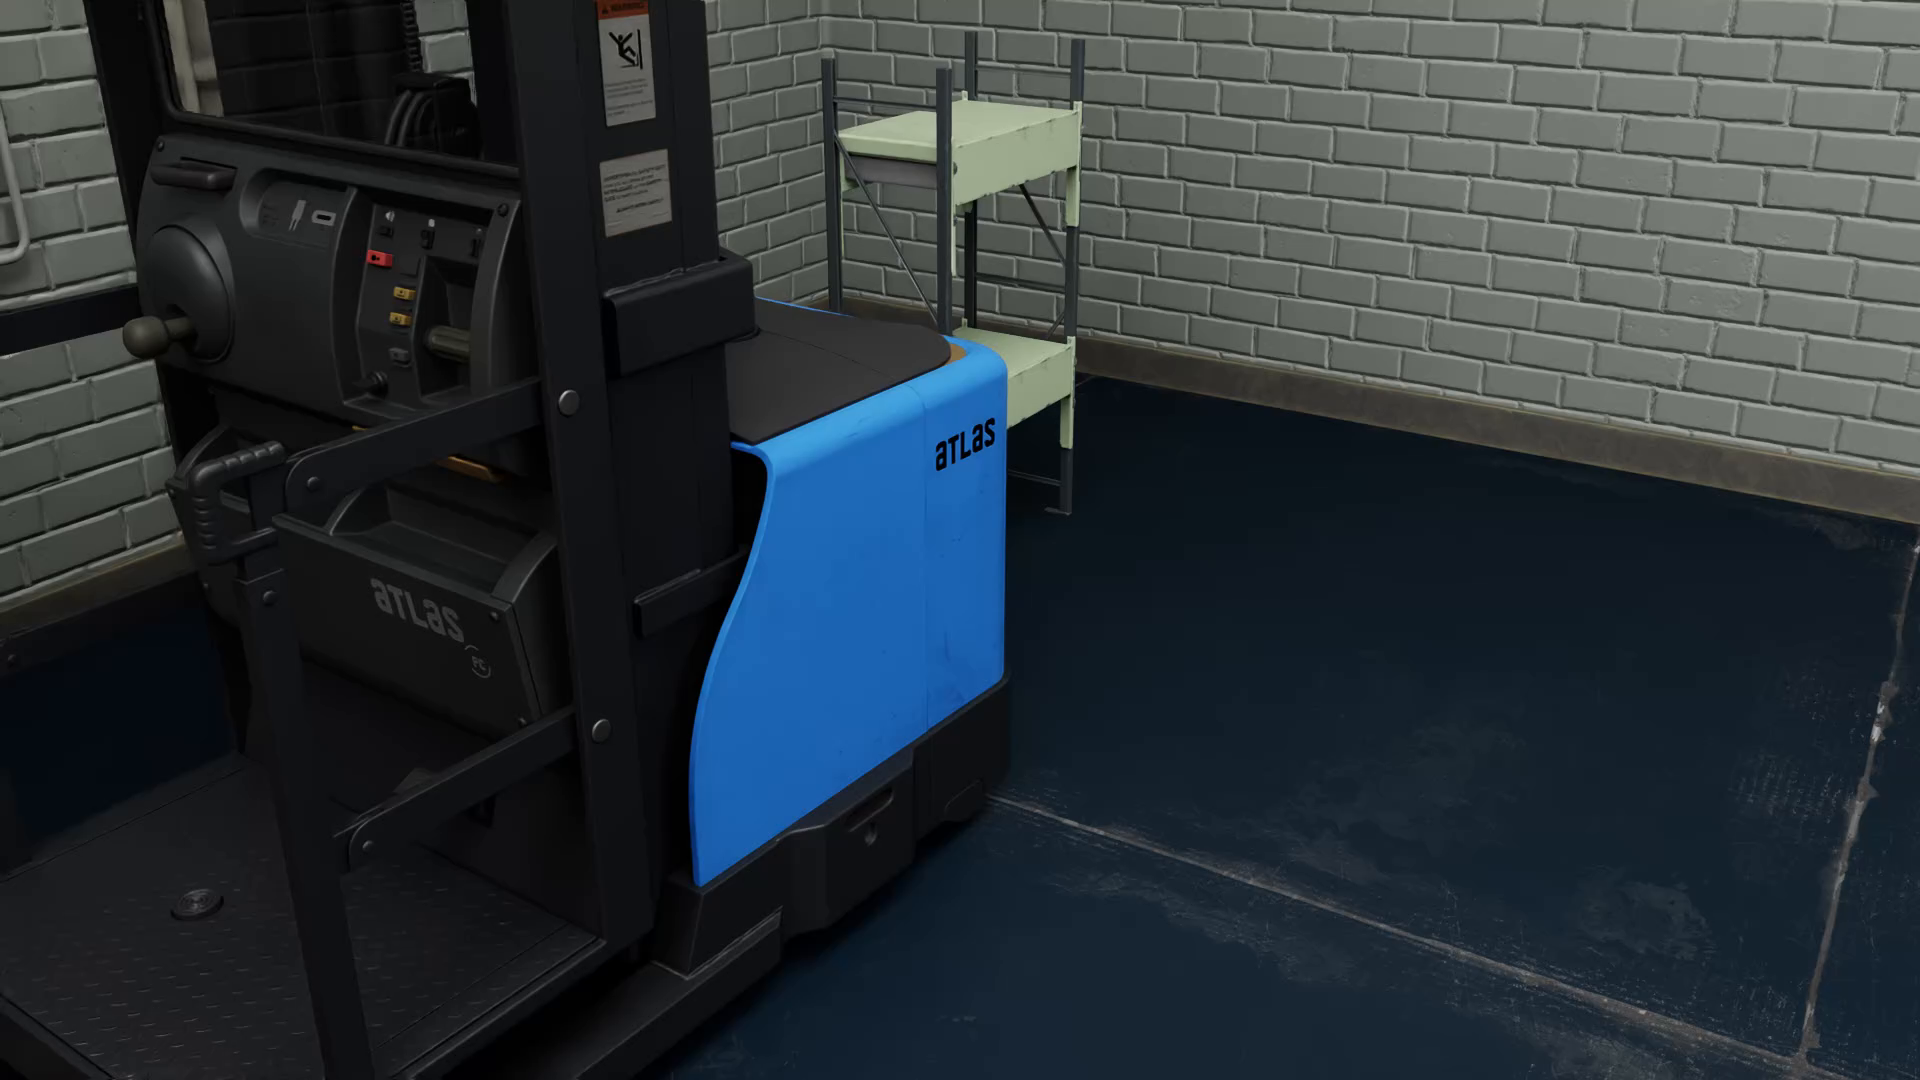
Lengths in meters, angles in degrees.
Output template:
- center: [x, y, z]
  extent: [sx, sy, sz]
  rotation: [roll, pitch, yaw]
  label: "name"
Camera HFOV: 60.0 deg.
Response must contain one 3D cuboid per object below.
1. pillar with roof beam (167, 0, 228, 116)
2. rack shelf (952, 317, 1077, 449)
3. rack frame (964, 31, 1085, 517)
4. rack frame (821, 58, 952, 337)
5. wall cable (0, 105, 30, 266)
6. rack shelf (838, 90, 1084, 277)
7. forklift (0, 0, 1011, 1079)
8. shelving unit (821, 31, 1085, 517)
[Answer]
- center: [1.636, -3.147, 1.193]
  extent: [9.100, 9.000, 0.400]
  rotation: [14, 27, 29]
  label: "pillar with roof beam"
- center: [-0.004, -0.387, 5.076]
  extent: [0.431, 0.370, 0.720]
  rotation: [14, 27, 29]
  label: "rack shelf"
- center: [0.190, -0.810, 5.232]
  extent: [0.400, 1.500, 0.023]
  rotation: [14, 27, 29]
  label: "rack frame"
- center: [-0.197, -0.562, 4.661]
  extent: [0.400, 1.500, 0.023]
  rotation: [14, 27, 29]
  label: "rack frame"
- center: [-2.839, -1.301, 3.200]
  extent: [0.084, 1.984, 1.851]
  rotation: [14, 27, 29]
  label: "wall cable"
- center: [-0.004, -1.044, 4.792]
  extent: [0.431, 0.370, 0.720]
  rotation: [14, 27, 29]
  label: "rack shelf"
- center: [-1.149, -0.401, 2.487]
  extent: [1.130, 2.935, 3.031]
  rotation: [16, 28, 32]
  label: "forklift"
- center: [-0.004, -0.686, 4.947]
  extent: [0.431, 1.500, 0.755]
  rotation: [14, 27, 29]
  label: "shelving unit"
